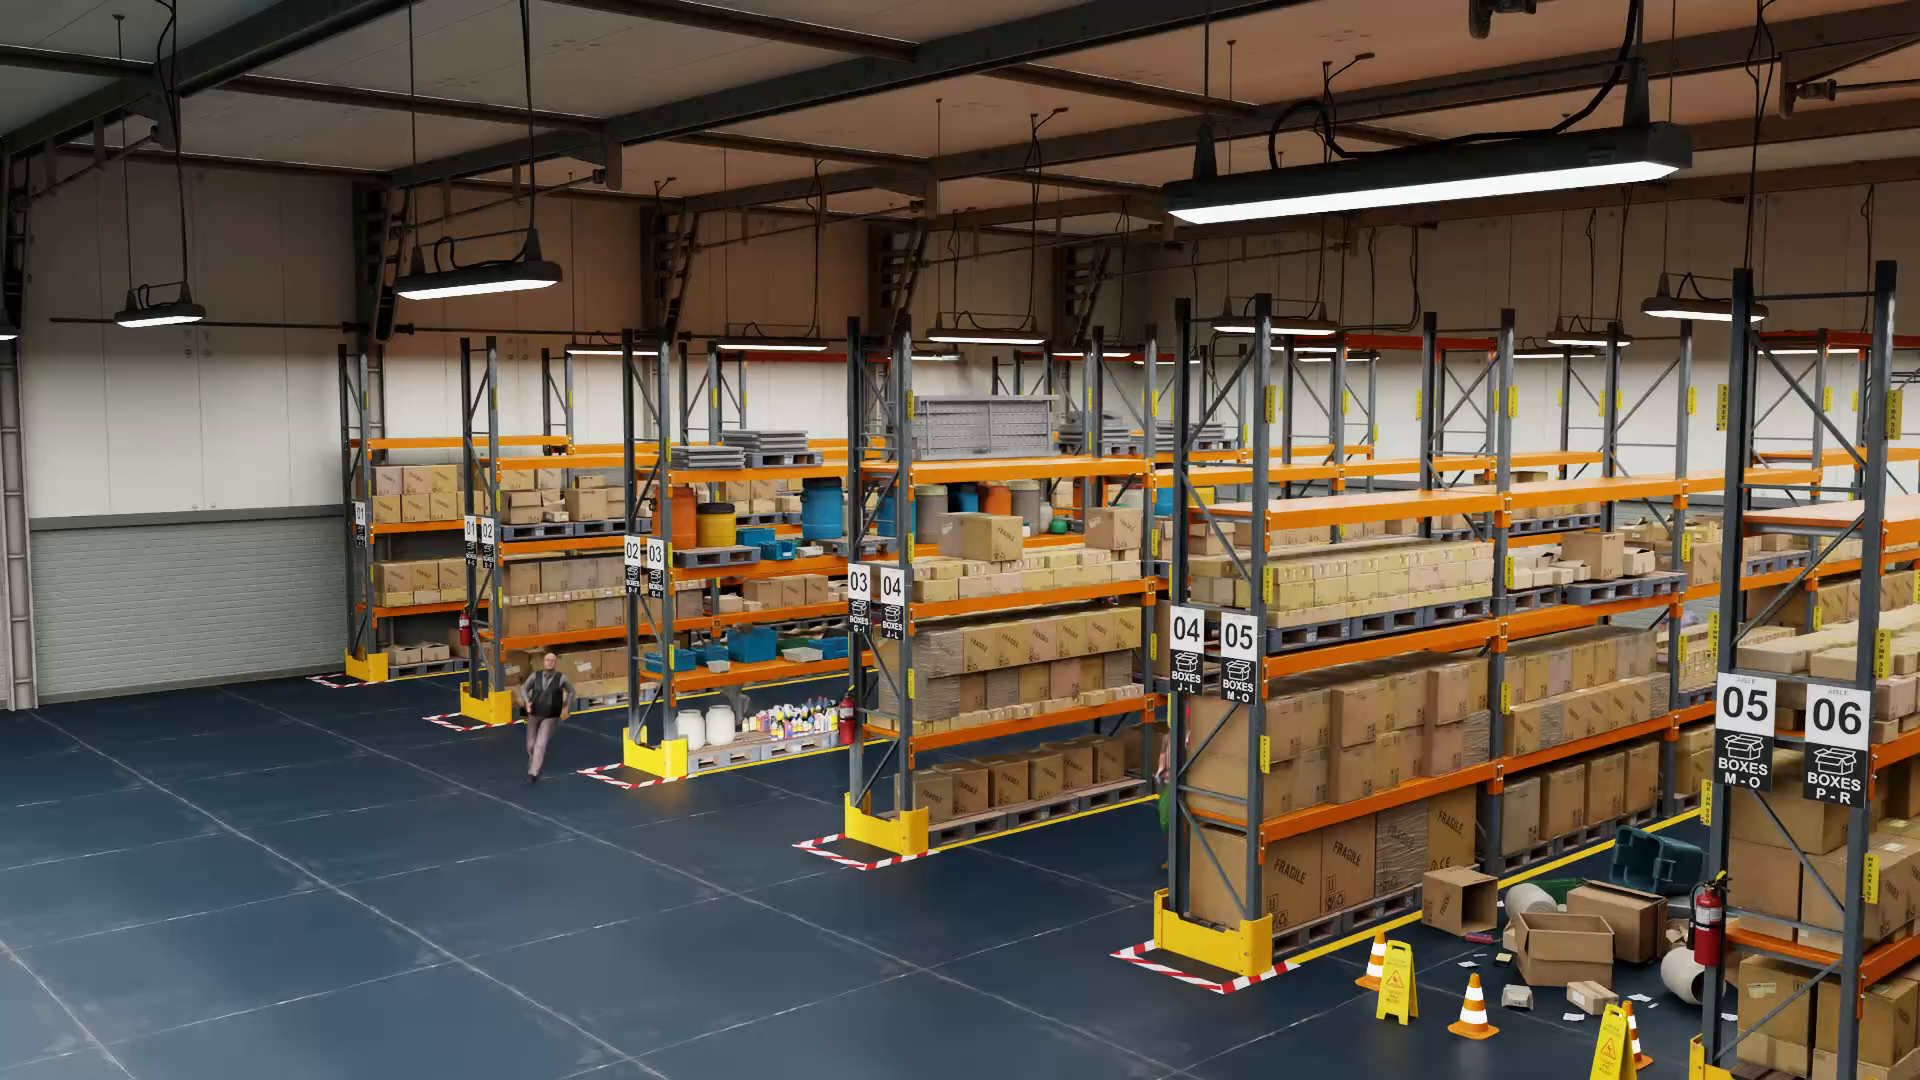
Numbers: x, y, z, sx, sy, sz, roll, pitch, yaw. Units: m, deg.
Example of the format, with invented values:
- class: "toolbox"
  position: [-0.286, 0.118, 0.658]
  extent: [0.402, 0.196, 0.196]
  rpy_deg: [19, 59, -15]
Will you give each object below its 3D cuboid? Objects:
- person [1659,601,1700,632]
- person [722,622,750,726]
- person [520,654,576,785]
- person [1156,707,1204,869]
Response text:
- class: "person"
  position: [12.538, 1.818, 28.828]
  extent: [0.628, 1.659, 0.740]
  rpy_deg: [0, 5, -4]
- class: "person"
  position: [-3.434, 2.074, 25.772]
  extent: [0.583, 1.605, 0.558]
  rpy_deg: [5, 7, 43]
- class: "person"
  position: [-5.496, 2.346, 22.111]
  extent: [0.714, 1.675, 0.890]
  rpy_deg: [0, 5, -2]
- class: "person"
  position: [2.452, 2.684, 18.230]
  extent: [0.673, 1.737, 0.770]
  rpy_deg: [4, 6, 36]
